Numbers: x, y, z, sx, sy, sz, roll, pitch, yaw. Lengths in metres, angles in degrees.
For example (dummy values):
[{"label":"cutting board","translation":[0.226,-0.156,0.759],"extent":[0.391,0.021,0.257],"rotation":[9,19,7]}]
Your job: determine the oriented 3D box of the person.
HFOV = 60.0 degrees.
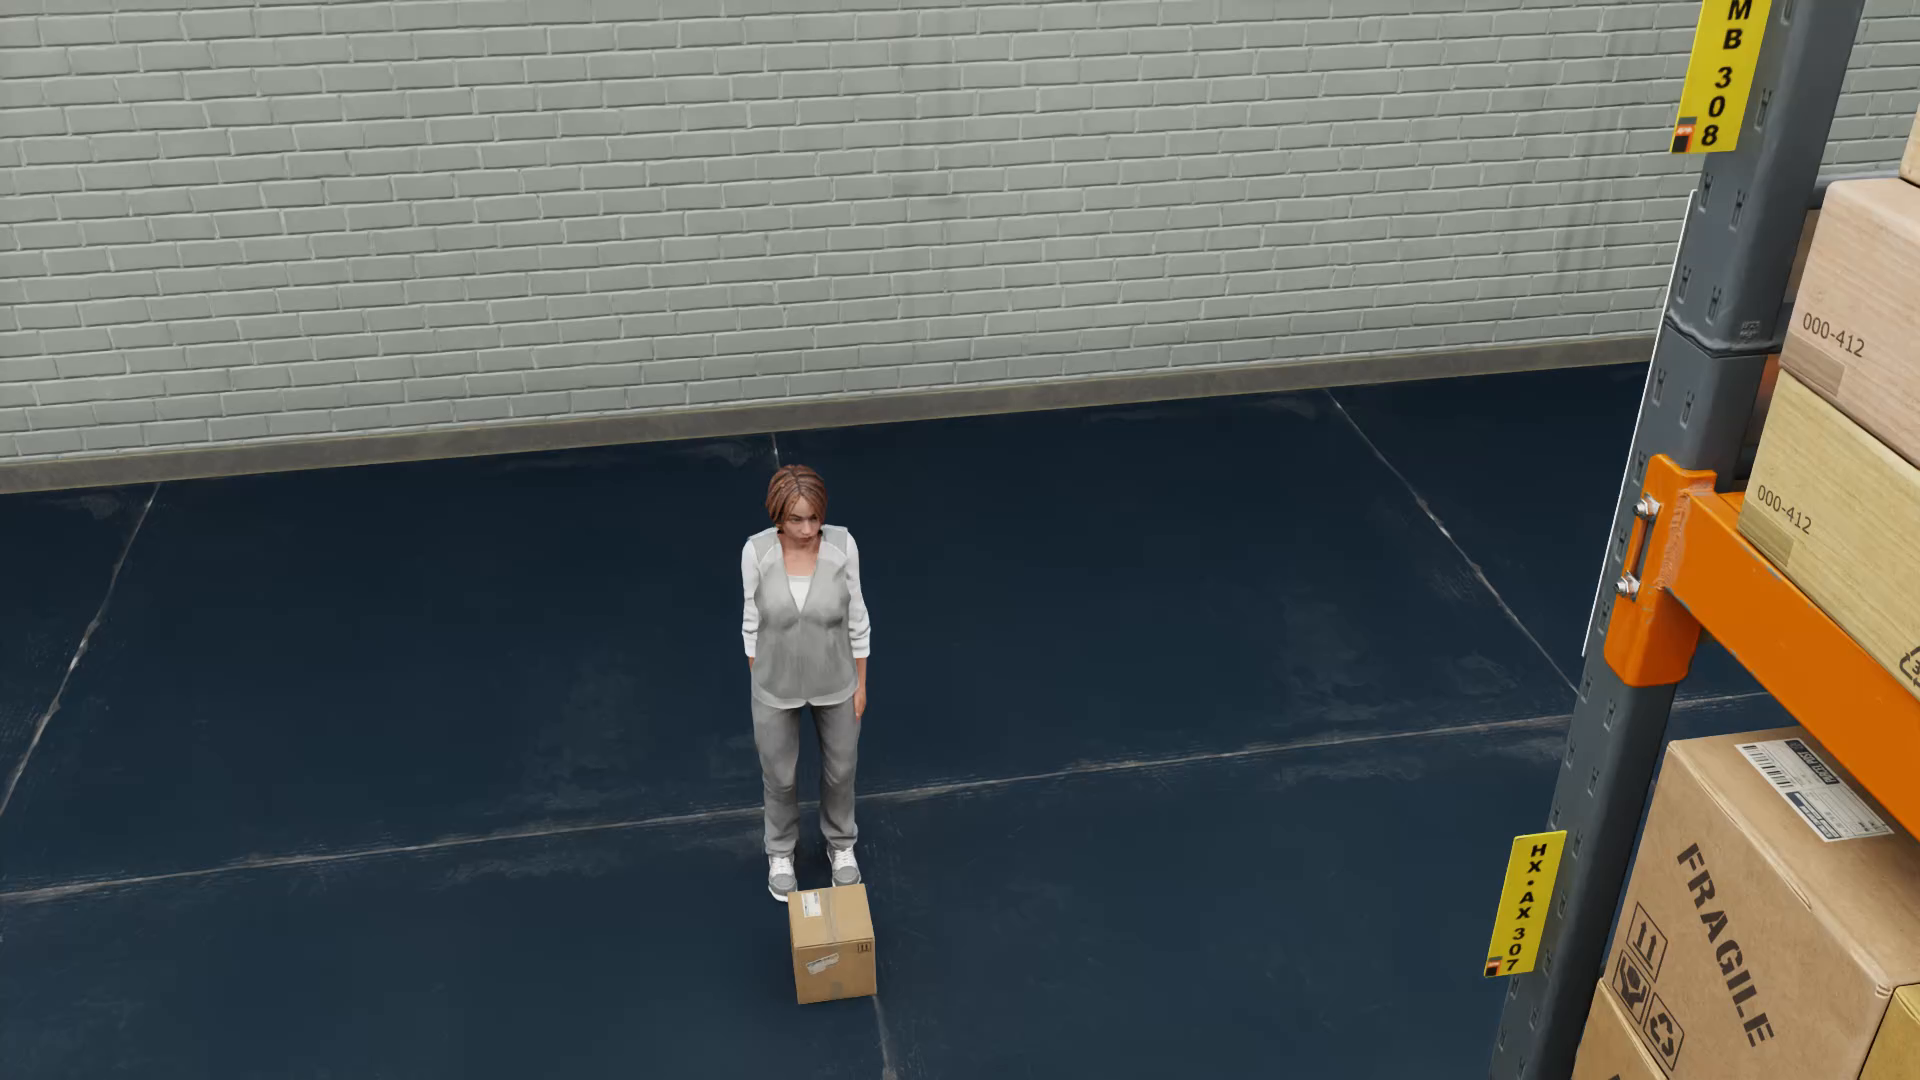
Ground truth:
[{"label":"person","translation":[-0.483,0.474,5.361],"extent":[0.405,1.596,0.304],"rotation":[-5,31,-8]}]
